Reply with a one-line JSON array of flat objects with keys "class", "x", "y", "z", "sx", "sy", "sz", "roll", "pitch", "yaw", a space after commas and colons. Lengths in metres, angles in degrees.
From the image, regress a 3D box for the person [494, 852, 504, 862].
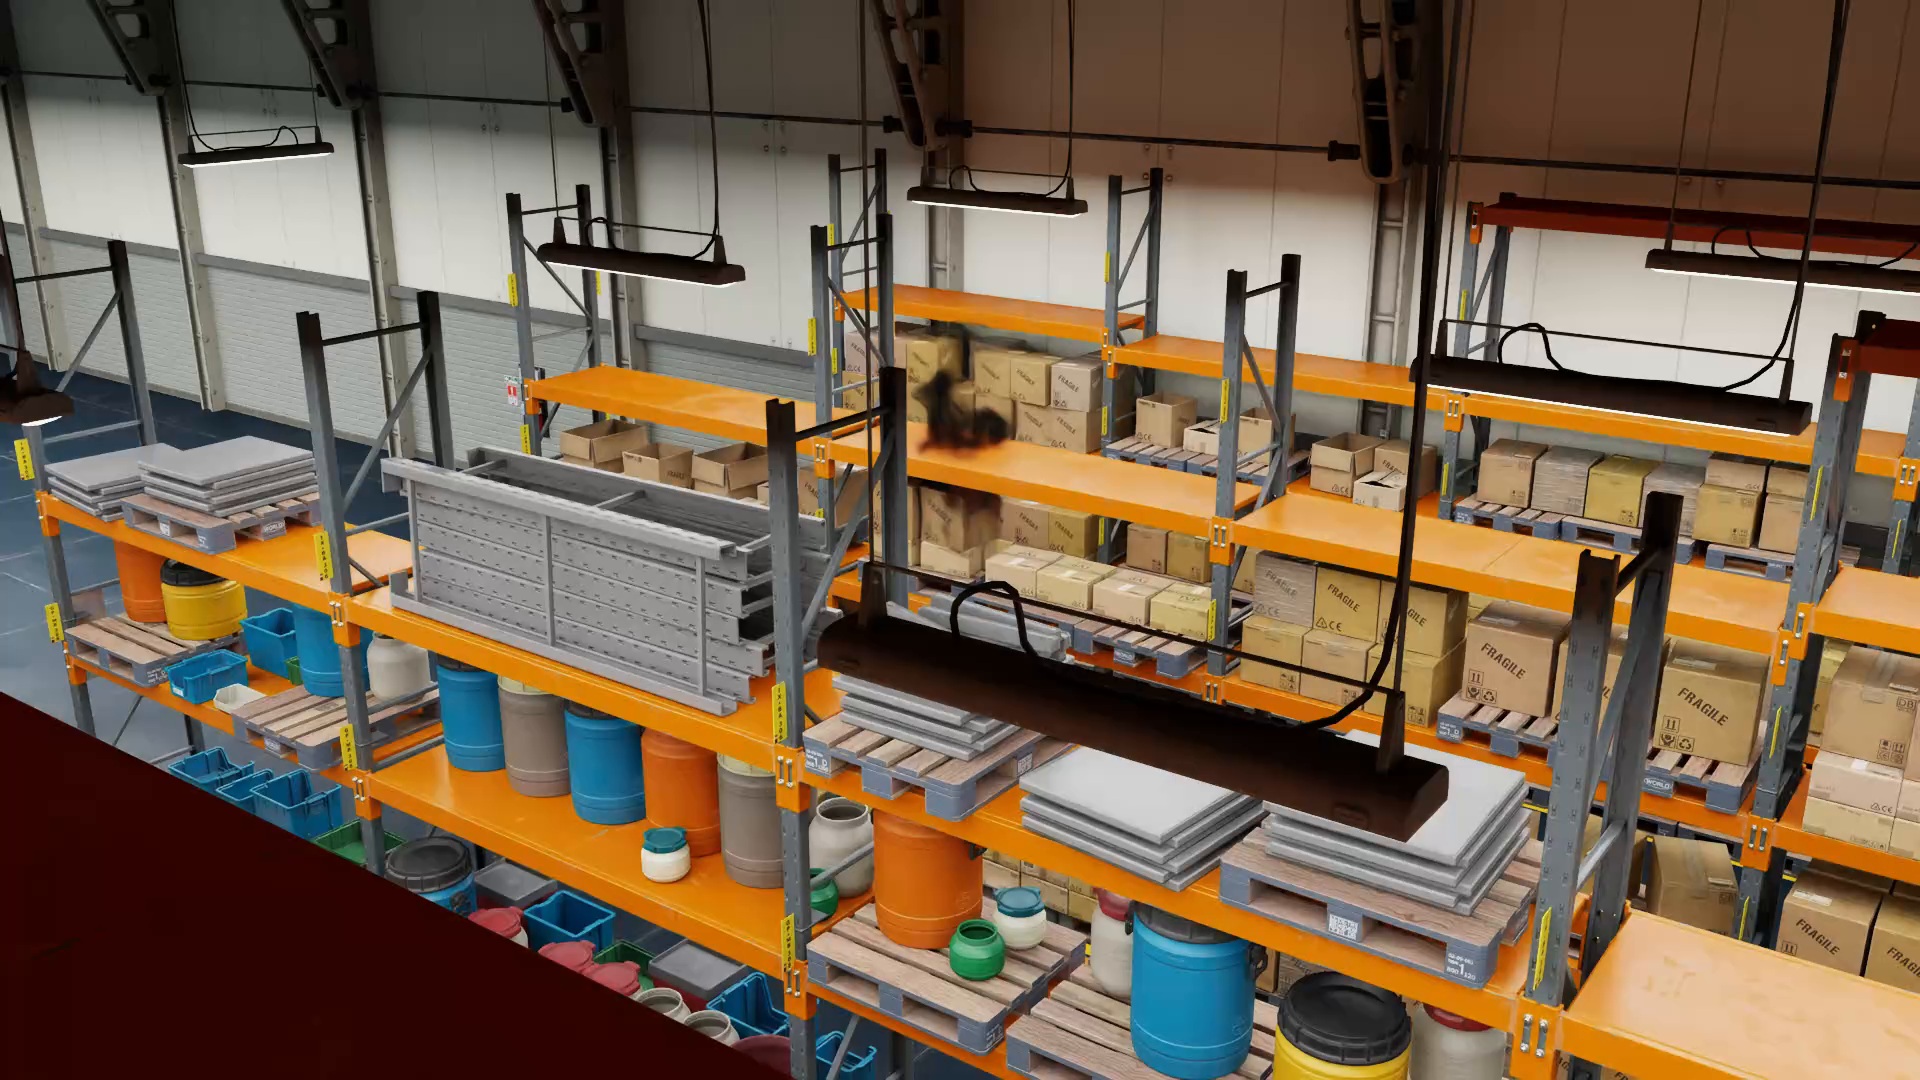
[{"class": "person", "x": -3.878, "y": 2.712, "z": 14.267, "sx": 0.560, "sy": 1.736, "sz": 0.625, "roll": 12, "pitch": 22, "yaw": 32}]
